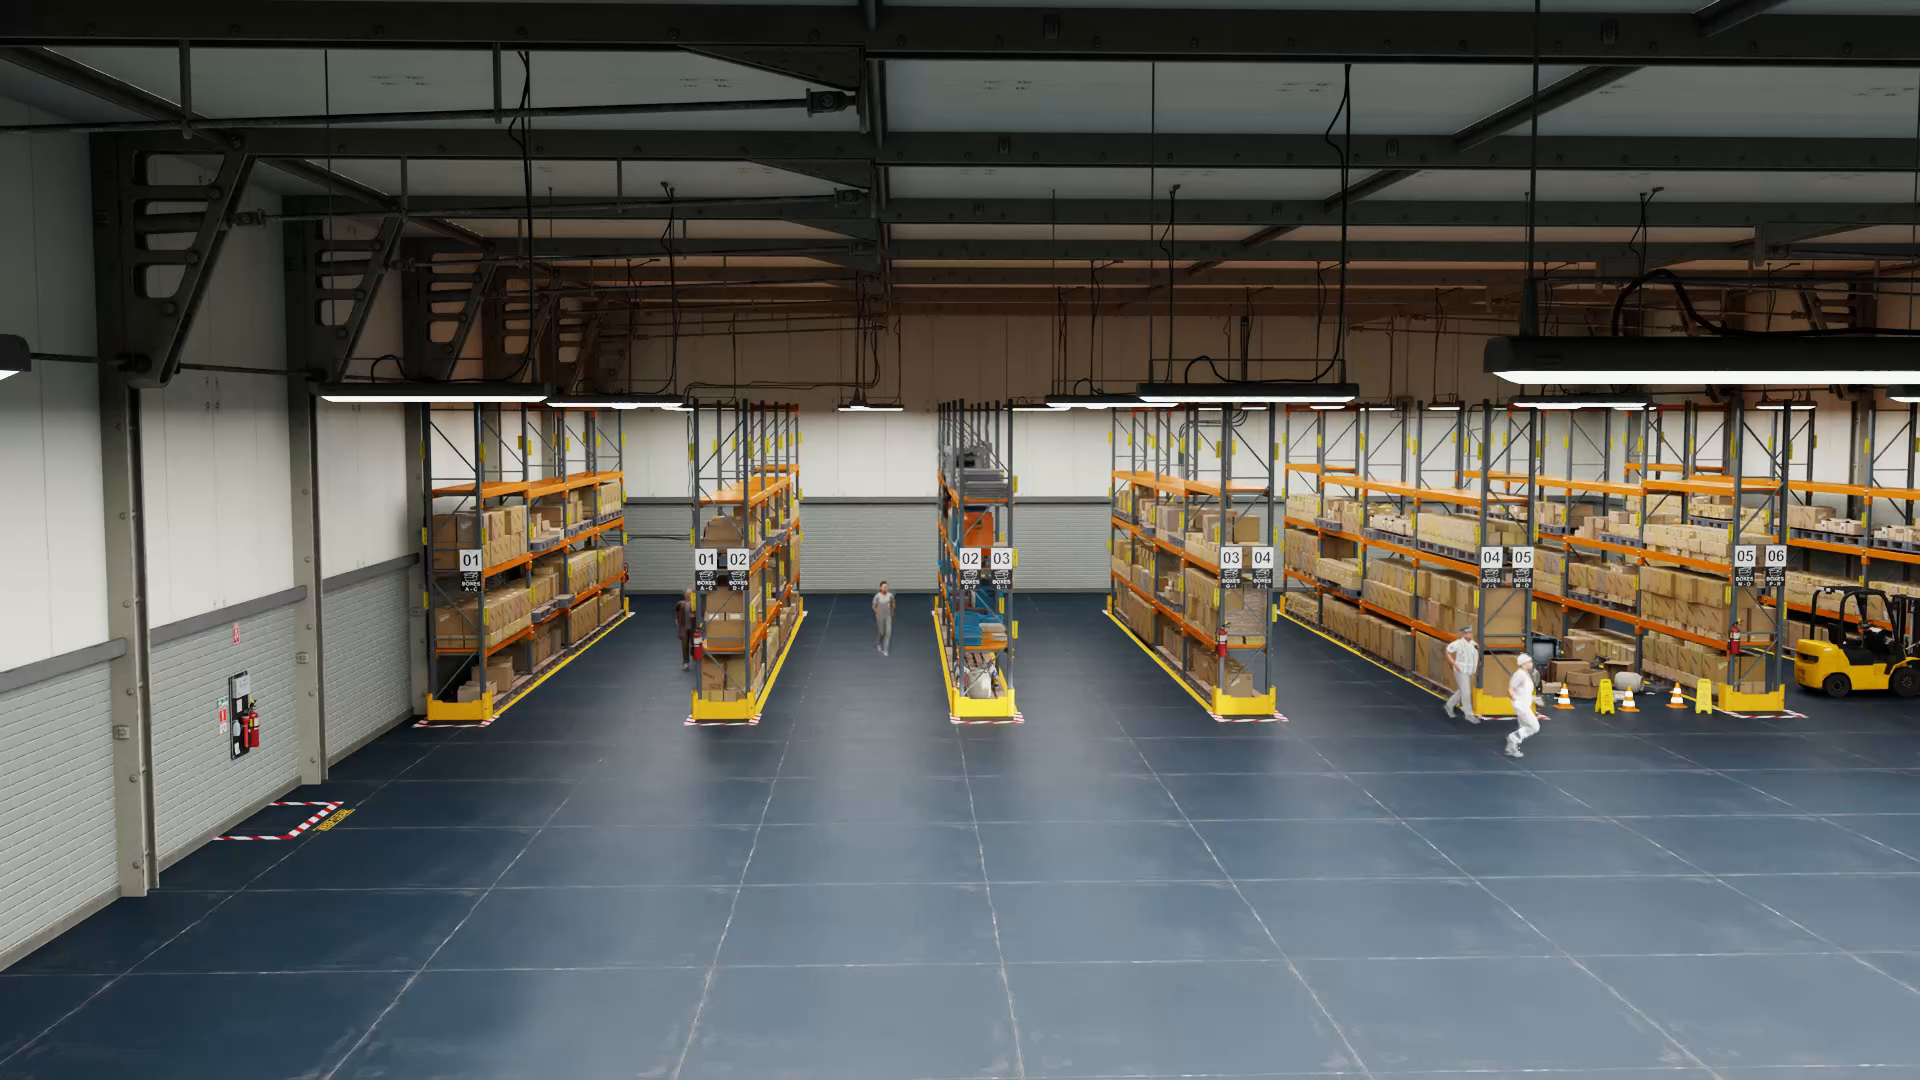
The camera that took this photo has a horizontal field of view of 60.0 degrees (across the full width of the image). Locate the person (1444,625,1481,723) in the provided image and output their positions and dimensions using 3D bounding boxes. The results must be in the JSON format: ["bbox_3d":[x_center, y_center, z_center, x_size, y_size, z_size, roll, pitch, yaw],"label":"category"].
[{"bbox_3d":[9.413,2.458,30.972,0.656,1.771,0.911,-3,5,-36],"label":"person"}]

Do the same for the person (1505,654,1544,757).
[{"bbox_3d":[9.390,2.762,27.682,0.590,1.719,0.608,2,5,29],"label":"person"}]

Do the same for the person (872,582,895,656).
[{"bbox_3d":[-1.724,1.758,37.659,0.554,1.655,0.721,-1,4,-15],"label":"person"}]

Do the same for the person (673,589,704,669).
[{"bbox_3d":[-6.104,1.984,37.429,0.714,1.754,1.033,0,4,-5],"label":"person"}]
